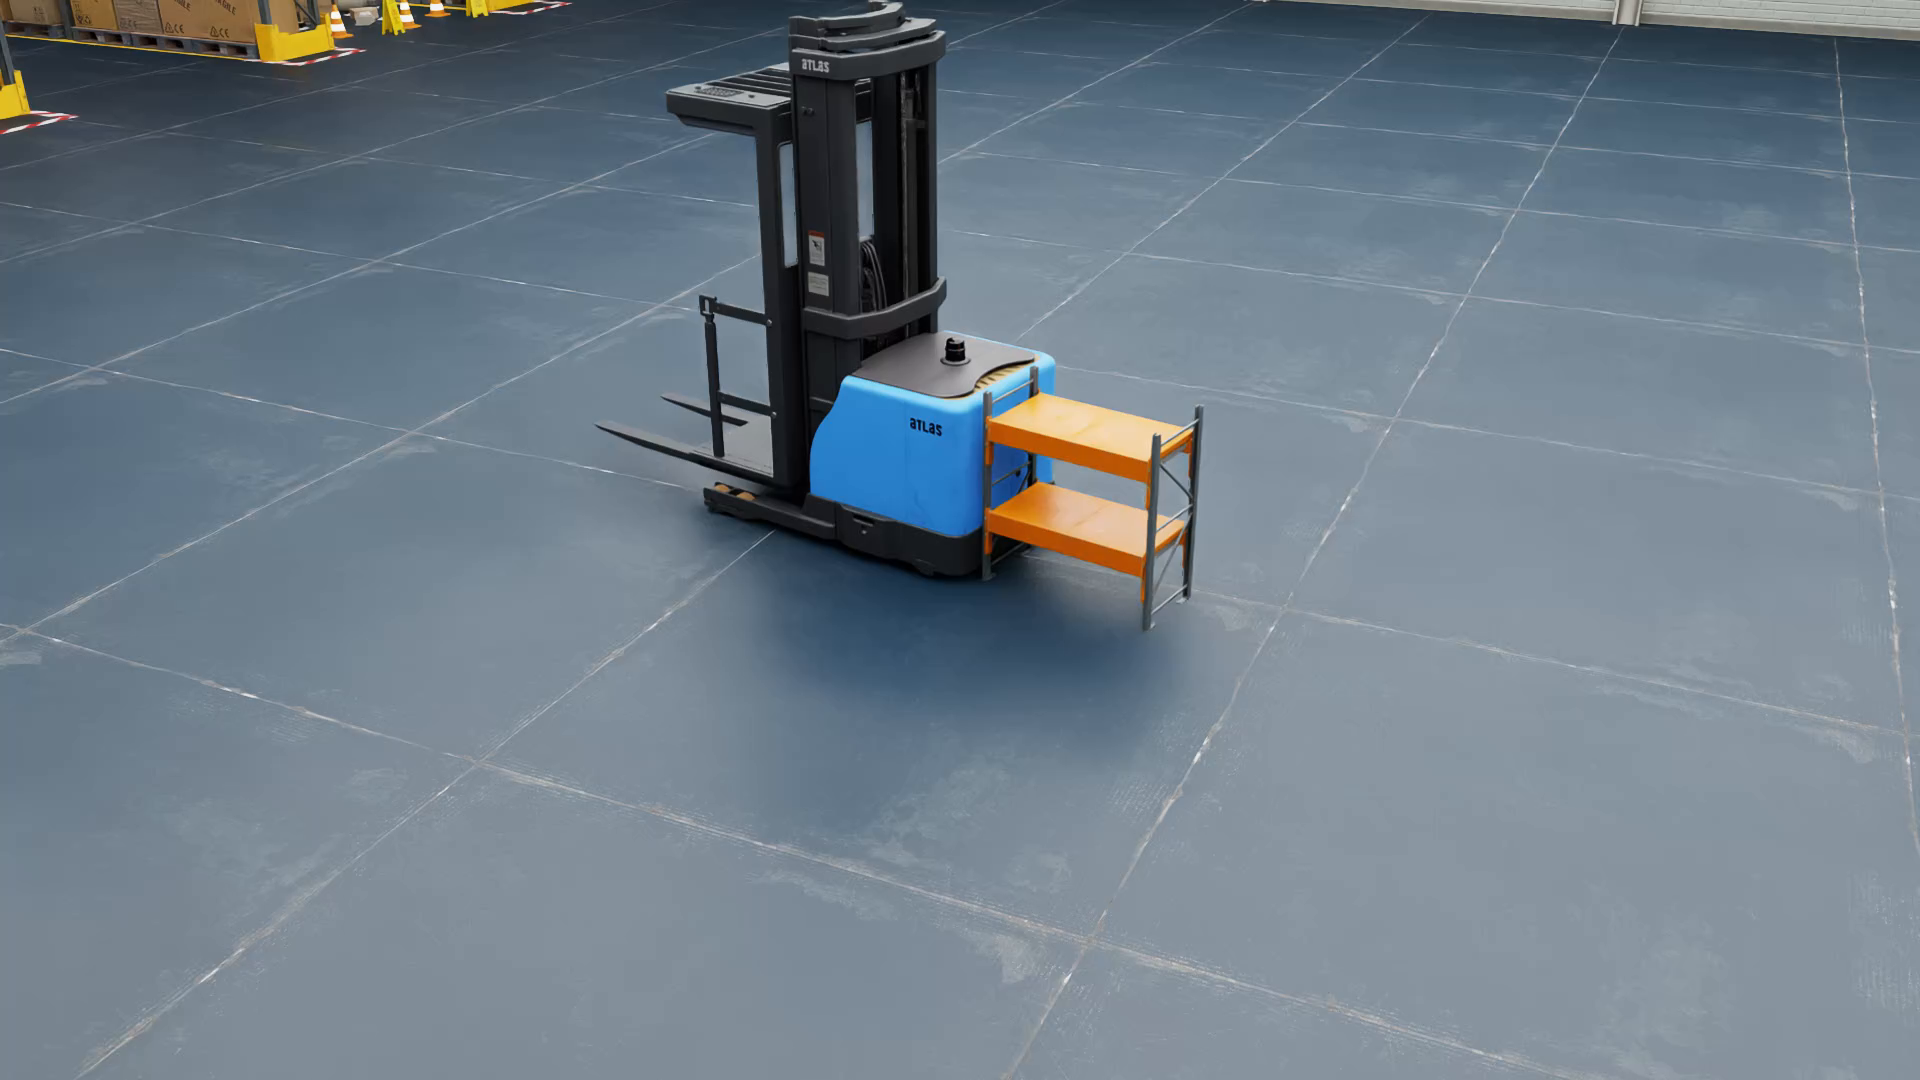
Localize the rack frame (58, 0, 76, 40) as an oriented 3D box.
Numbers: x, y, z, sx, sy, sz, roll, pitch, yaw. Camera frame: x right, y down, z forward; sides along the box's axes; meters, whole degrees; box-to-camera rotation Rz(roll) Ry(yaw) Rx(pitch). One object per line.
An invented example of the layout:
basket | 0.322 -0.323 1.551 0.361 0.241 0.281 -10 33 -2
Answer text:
rack frame | -13.196 -9.076 24.788 0.127 3.000 1.000 11 28 22

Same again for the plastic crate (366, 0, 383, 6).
plastic crate | -10.150 -9.158 28.261 0.583 0.080 0.402 2 26 4

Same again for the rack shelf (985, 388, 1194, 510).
rack shelf | 0.694 -0.497 8.824 1.000 0.278 0.538 17 31 31

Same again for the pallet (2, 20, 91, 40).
pallet | -13.930 -7.936 25.629 1.213 0.211 1.003 11 28 22

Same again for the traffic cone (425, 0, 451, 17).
traffic cone | -8.524 -8.775 27.050 0.334 0.463 0.336 11 28 22

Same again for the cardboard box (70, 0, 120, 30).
cardboard box | -12.653 -8.168 24.874 0.875 0.875 0.875 12 29 23

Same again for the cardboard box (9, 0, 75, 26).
cardboard box | -13.799 -8.332 25.350 0.750 0.750 1.050 11 28 22

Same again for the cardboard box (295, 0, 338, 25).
cardboard box | -10.245 -8.537 26.519 0.637 0.503 0.797 -7 27 -14

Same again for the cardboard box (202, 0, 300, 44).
cardboard box | -10.200 -7.677 23.877 0.875 0.875 0.875 12 28 22

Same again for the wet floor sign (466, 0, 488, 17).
wet floor sign | -7.868 -8.832 26.959 0.232 0.644 0.267 23 35 39

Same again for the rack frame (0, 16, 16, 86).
rack frame | -11.700 -6.369 19.290 0.127 3.000 1.000 11 28 22

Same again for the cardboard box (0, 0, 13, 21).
cardboard box | -14.675 -8.510 25.711 0.750 0.750 1.050 11 28 22

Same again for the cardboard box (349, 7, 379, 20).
cardboard box | -9.627 -8.502 26.850 0.380 0.149 0.250 -18 31 -31

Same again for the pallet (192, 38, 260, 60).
pallet | -10.315 -7.208 24.152 1.213 0.211 1.003 11 28 22

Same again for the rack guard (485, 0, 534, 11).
rack guard | -7.667 -9.246 27.963 0.348 0.500 1.175 11 28 22

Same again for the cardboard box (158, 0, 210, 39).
cardboard box | -11.002 -7.837 24.202 0.875 0.875 0.875 11 28 21

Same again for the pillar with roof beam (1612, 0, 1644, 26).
pillar with roof beam | 8.796 -10.509 20.907 0.400 9.000 9.100 11 28 22

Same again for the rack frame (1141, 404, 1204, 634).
rack frame | 1.111 -0.106 8.692 0.032 1.125 0.500 17 31 31

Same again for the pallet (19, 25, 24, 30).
pallet | -15.045 -8.158 26.081 1.213 0.211 1.003 11 28 22

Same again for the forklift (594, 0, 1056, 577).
forklift | -0.940 -1.605 9.692 3.031 2.935 1.130 17 31 31

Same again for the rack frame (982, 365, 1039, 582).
rack frame | 0.277 -0.363 9.214 0.032 1.125 0.500 17 31 31

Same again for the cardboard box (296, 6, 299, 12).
cardboard box | -11.100 -8.765 26.830 0.503 0.637 0.797 11 28 22

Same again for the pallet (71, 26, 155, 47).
pallet | -12.537 -7.654 25.058 1.213 0.211 1.003 11 28 22

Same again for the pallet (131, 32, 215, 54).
pallet | -11.422 -7.432 24.606 1.213 0.211 1.003 11 28 22

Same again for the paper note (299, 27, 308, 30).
paper note | -10.242 -7.974 25.913 0.142 0.017 0.144 23 35 39

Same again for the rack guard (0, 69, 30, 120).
rack guard | -11.769 -5.261 19.870 0.348 0.500 1.175 11 28 22

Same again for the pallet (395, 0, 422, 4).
pallet | -9.499 -9.503 28.812 1.213 0.211 1.003 11 28 22

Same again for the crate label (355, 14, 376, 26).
crate label | -9.415 -8.239 26.330 0.298 0.136 0.250 -2 26 -5

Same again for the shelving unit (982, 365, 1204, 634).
shelving unit | 0.694 -0.235 8.953 1.048 1.125 0.538 17 31 31

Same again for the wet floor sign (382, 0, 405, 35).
wet floor sign | -8.709 -8.079 25.429 0.232 0.644 0.267 6 27 13

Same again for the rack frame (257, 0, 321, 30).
rack frame | -9.555 -8.345 23.303 0.127 3.000 1.000 11 28 22

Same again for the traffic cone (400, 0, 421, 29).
traffic cone | -8.674 -8.267 26.017 0.334 0.463 0.336 11 28 22

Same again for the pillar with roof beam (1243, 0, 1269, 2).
pillar with roof beam | 3.334 -11.606 23.136 0.400 9.000 9.100 11 28 22

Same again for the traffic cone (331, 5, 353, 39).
traffic cone | -9.451 -7.875 25.220 0.334 0.463 0.336 11 28 22

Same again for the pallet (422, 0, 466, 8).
pallet | -8.392 -9.279 28.358 1.213 0.211 1.003 11 28 22

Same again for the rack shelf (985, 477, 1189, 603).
rack shelf | 0.694 -0.015 9.061 1.000 0.278 0.538 17 31 31

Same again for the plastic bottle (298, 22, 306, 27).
plastic bottle | -10.454 -8.110 26.153 0.283 0.061 0.133 2 26 4

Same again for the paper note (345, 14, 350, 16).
paper note | -9.994 -8.604 27.205 0.142 0.019 0.148 23 35 39

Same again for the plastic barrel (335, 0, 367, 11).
plastic barrel | -10.105 -8.967 27.483 0.512 0.421 0.421 -12 29 -23

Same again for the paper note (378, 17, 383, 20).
paper note | -9.283 -8.394 26.764 0.142 0.019 0.148 2 26 4

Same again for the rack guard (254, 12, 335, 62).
rack guard | -9.533 -7.219 23.846 0.348 0.500 1.175 11 28 22

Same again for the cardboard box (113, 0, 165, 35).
cardboard box | -11.831 -8.005 24.543 0.875 0.875 0.875 12 28 22
